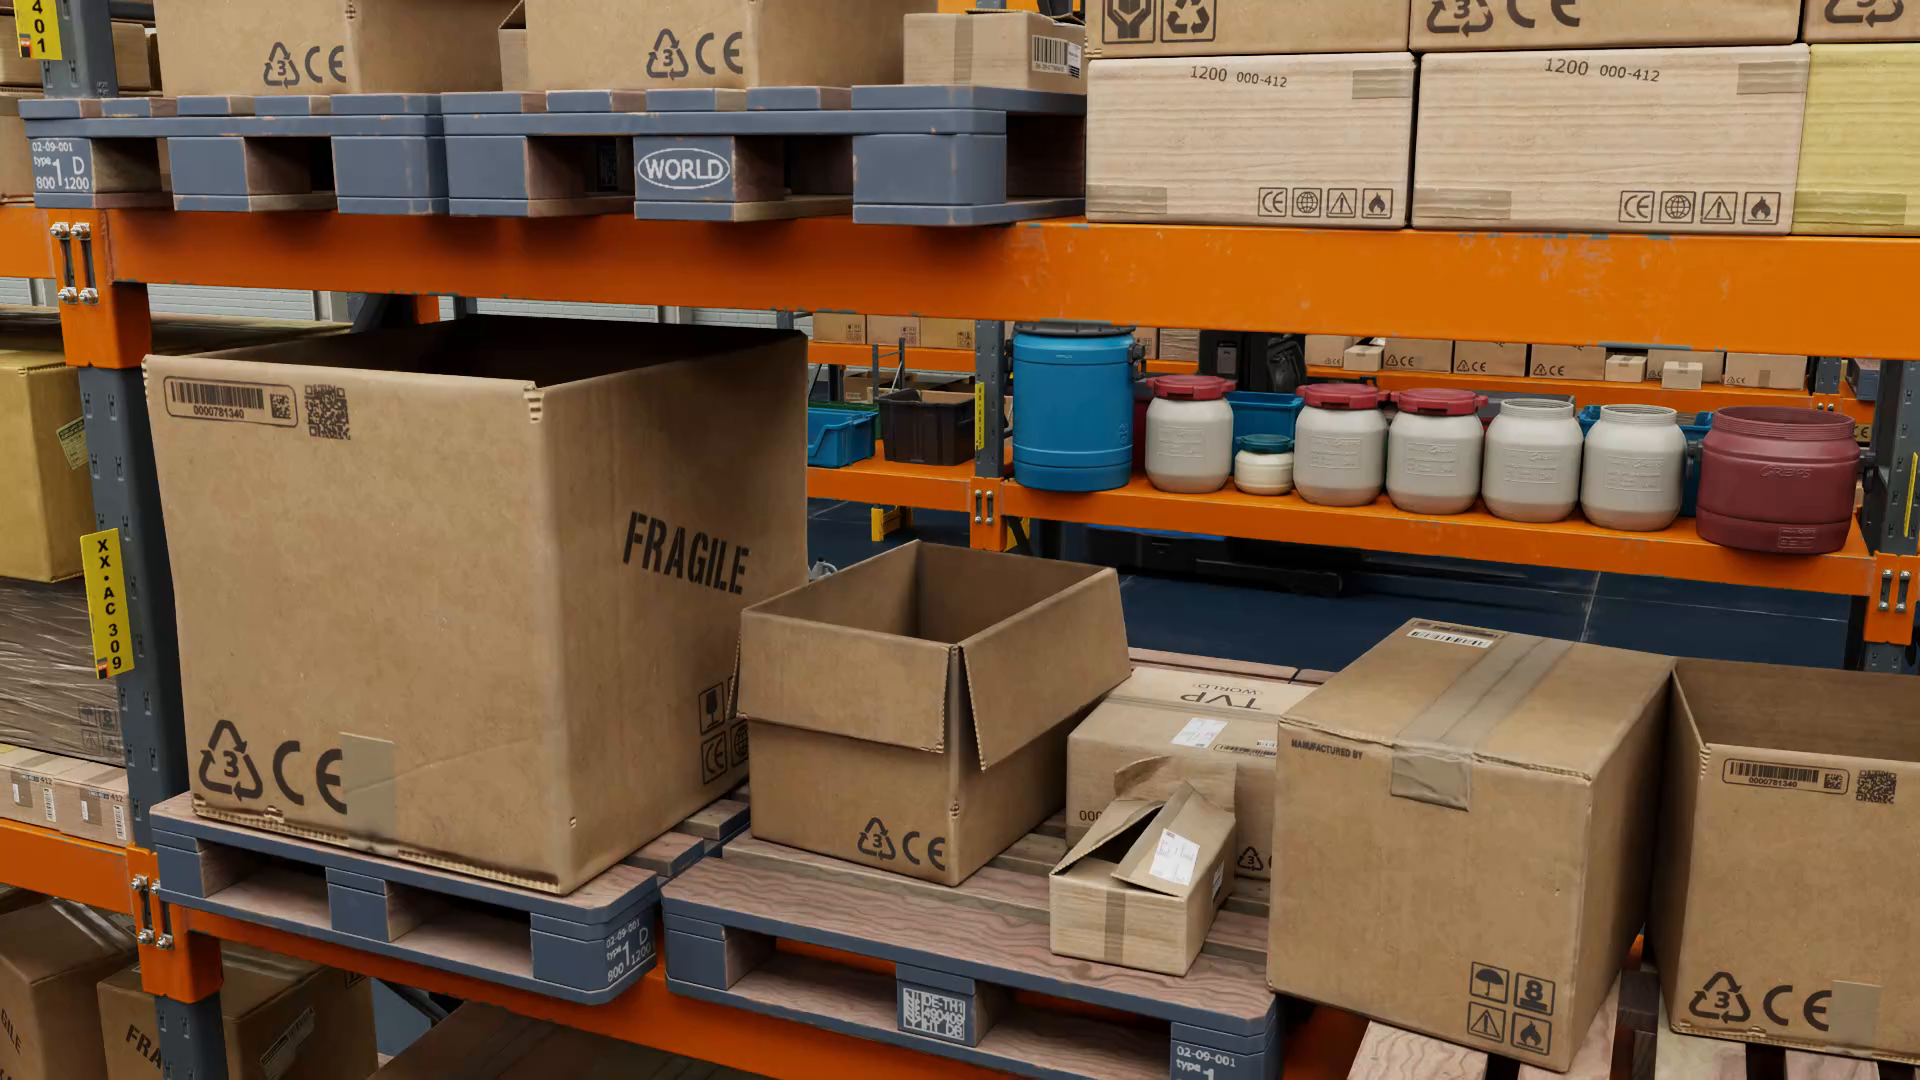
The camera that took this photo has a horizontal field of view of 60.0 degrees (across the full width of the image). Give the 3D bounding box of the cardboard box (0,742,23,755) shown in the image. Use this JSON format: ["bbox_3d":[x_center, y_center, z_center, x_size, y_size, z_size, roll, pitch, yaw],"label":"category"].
[{"bbox_3d":[-2.421,0.552,4.388,0.250,0.149,0.380,6,14,23],"label":"cardboard box"}]

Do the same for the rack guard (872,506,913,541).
[{"bbox_3d":[-0.525,-0.175,12.953,0.087,0.250,0.587,6,14,23],"label":"rack guard"}]

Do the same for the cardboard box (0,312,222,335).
[{"bbox_3d":[-2.443,-0.372,4.717,0.500,0.500,0.500,6,14,23],"label":"cardboard box"}]

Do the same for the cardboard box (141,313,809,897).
[{"bbox_3d":[-1.007,0.055,3.723,1.000,1.000,1.000,6,14,24],"label":"cardboard box"}]

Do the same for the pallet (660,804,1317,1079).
[{"bbox_3d":[0.154,0.737,3.466,1.213,0.211,1.003,6,14,23],"label":"pallet"}]

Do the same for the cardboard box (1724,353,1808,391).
[{"bbox_3d":[5.682,-1.249,11.708,0.500,0.311,0.500,7,15,27],"label":"cardboard box"}]

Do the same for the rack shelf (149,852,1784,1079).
[{"bbox_3d":[0.152,0.984,3.570,4.000,0.370,1.077,6,14,23],"label":"rack shelf"}]

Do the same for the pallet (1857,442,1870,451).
[{"bbox_3d":[8.690,-0.839,15.867,1.213,0.211,1.003,6,14,23],"label":"pallet"}]

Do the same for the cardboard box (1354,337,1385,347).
[{"bbox_3d":[3.218,-1.512,12.925,0.258,0.266,0.396,5,14,22],"label":"cardboard box"}]

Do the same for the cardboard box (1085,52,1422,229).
[{"bbox_3d":[0.530,-0.651,2.727,0.500,0.250,0.500,6,15,25],"label":"cardboard box"}]

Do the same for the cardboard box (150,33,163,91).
[{"bbox_3d":[-1.849,-1.227,4.308,0.250,0.149,0.380,5,14,22],"label":"cardboard box"}]

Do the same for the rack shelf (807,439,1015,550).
[{"bbox_3d":[-1.499,-0.421,9.557,4.000,0.370,1.077,6,14,23],"label":"rack shelf"}]

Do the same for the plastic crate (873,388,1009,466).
[{"bbox_3d":[-0.097,-0.631,9.012,0.504,0.338,0.767,6,14,23],"label":"plastic crate"}]

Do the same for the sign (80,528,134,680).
[{"bbox_3d":[-1.889,0.141,3.692,0.005,0.325,0.100,6,14,23],"label":"sign"}]

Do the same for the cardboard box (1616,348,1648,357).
[{"bbox_3d":[6.824,-1.769,16.595,0.500,0.250,0.500,6,15,24],"label":"cardboard box"}]

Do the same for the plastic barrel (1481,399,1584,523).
[{"bbox_3d":[2.575,-0.360,7.477,0.421,0.512,0.421,0,13,0],"label":"plastic barrel"}]

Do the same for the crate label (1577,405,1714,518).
[{"bbox_3d":[3.188,-0.381,7.737,0.616,0.435,0.502,6,14,23],"label":"crate label"}]

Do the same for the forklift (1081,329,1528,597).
[{"bbox_3d":[2.429,-1.182,11.375,3.031,2.935,1.130,6,14,24],"label":"forklift"}]

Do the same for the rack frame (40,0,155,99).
[{"bbox_3d":[-1.676,-2.472,3.592,0.127,3.000,1.000,6,14,23],"label":"rack frame"}]

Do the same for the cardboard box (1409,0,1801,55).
[{"bbox_3d":[0.970,-0.971,2.446,0.500,0.500,0.500,6,14,23],"label":"cardboard box"}]

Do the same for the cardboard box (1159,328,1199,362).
[{"bbox_3d":[1.931,-1.709,13.251,0.500,0.500,0.700,5,14,22],"label":"cardboard box"}]

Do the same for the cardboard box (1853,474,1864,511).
[{"bbox_3d":[6.297,-0.145,11.317,0.500,0.500,0.500,6,15,26],"label":"cardboard box"}]

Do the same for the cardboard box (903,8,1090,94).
[{"bbox_3d":[0.078,-0.950,3.263,0.250,0.166,0.380,5,14,22],"label":"cardboard box"}]

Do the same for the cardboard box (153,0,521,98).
[{"bbox_3d":[-1.287,-1.202,3.601,0.637,0.503,0.797,5,14,20],"label":"cardboard box"}]

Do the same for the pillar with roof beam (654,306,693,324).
[{"bbox_3d":[-5.554,-5.718,17.424,0.400,9.000,9.100,6,14,23],"label":"pillar with roof beam"}]

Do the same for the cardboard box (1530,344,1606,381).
[{"bbox_3d":[4.456,-1.451,12.152,0.500,0.500,0.500,5,14,20],"label":"cardboard box"}]

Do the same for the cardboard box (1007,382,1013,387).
[{"bbox_3d":[0.670,-1.098,14.325,0.500,0.500,0.500,6,14,23],"label":"cardboard box"}]

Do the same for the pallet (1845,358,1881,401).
[{"bbox_3d":[6.645,-1.109,11.333,1.003,0.211,1.213,6,14,23],"label":"pallet"}]

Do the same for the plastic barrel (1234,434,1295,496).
[{"bbox_3d":[1.478,-0.364,8.043,0.301,0.262,0.301,0,13,0],"label":"plastic barrel"}]

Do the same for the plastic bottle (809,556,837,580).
[{"bbox_3d":[-0.802,0.271,9.868,0.185,0.351,0.144,6,14,23],"label":"plastic bottle"}]

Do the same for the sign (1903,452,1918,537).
[{"bbox_3d":[3.770,-0.180,6.597,0.005,0.325,0.100,6,14,23],"label":"sign"}]

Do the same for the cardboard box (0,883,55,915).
[{"bbox_3d":[-3.152,1.323,5.102,0.500,0.500,0.500,4,14,18],"label":"cardboard box"}]

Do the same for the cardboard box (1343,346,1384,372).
[{"bbox_3d":[3.067,-1.373,12.591,0.250,0.149,0.380,6,14,23],"label":"cardboard box"}]

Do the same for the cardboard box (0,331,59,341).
[{"bbox_3d":[-2.657,-0.262,4.246,0.500,0.500,0.500,6,14,23],"label":"cardboard box"}]

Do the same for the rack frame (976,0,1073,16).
[{"bbox_3d":[0.330,-3.507,8.000,0.127,3.000,1.000,6,14,23],"label":"rack frame"}]

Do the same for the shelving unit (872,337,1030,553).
[{"bbox_3d":[-0.070,-0.737,12.614,1.083,1.500,0.587,6,14,23],"label":"shelving unit"}]

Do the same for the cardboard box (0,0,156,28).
[{"bbox_3d":[-2.191,-1.437,3.782,0.500,0.500,0.500,5,14,22],"label":"cardboard box"}]

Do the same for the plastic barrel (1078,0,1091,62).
[{"bbox_3d":[0.883,-2.289,8.278,0.708,0.901,0.600,6,14,23],"label":"plastic barrel"}]

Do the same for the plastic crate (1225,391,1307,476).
[{"bbox_3d":[1.464,-0.541,8.529,0.575,0.384,0.392,6,14,23],"label":"plastic crate"}]

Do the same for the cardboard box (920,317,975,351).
[{"bbox_3d":[0.038,-1.898,14.060,0.500,0.500,0.700,6,14,24],"label":"cardboard box"}]

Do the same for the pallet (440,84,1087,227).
[{"bbox_3d":[-0.206,-0.746,3.211,1.003,0.211,1.213,6,14,23],"label":"pallet"}]

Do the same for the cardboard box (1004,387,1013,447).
[{"bbox_3d":[0.453,-0.986,13.848,0.500,0.500,0.500,6,14,23],"label":"cardboard box"}]

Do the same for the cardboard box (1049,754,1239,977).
[{"bbox_3d":[0.347,0.582,3.084,0.258,0.266,0.396,5,14,22],"label":"cardboard box"}]

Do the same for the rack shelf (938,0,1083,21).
[{"bbox_3d":[0.511,-4.181,13.324,4.000,0.370,1.077,6,14,23],"label":"rack shelf"}]
